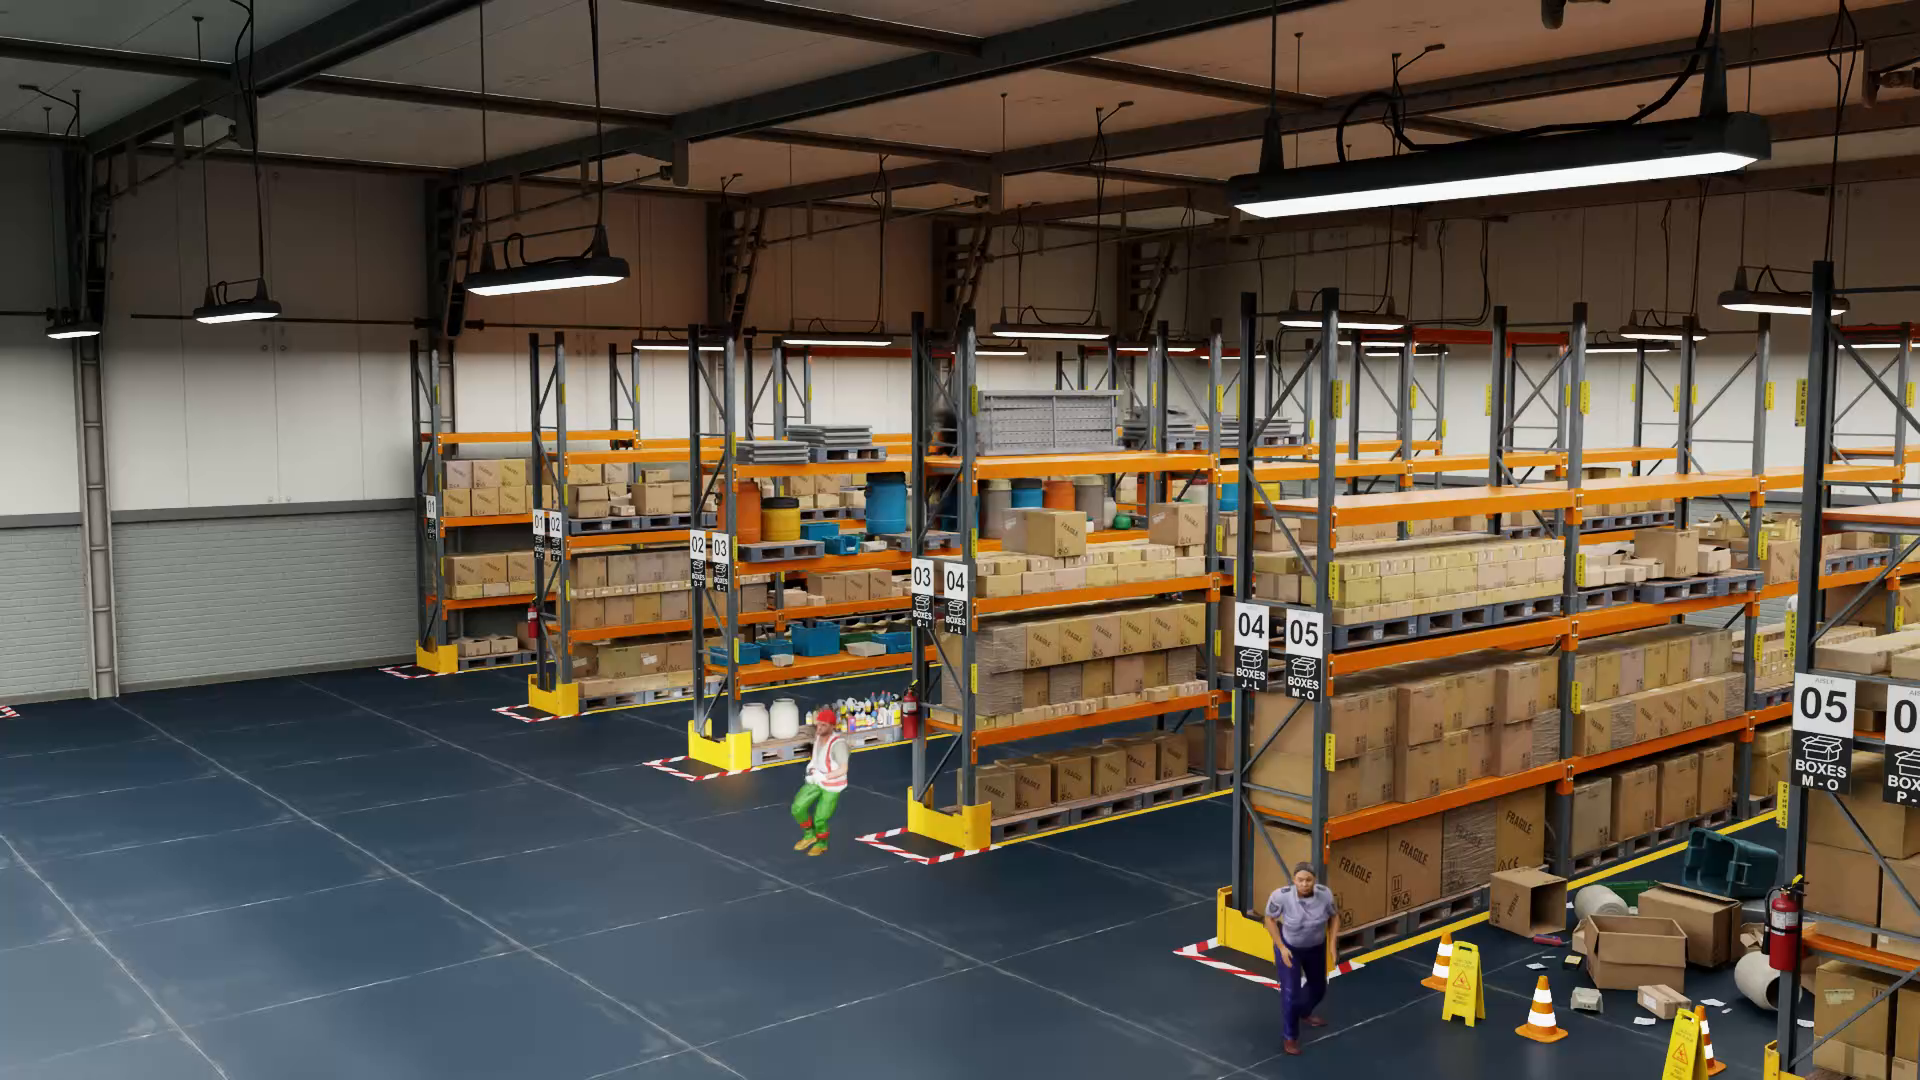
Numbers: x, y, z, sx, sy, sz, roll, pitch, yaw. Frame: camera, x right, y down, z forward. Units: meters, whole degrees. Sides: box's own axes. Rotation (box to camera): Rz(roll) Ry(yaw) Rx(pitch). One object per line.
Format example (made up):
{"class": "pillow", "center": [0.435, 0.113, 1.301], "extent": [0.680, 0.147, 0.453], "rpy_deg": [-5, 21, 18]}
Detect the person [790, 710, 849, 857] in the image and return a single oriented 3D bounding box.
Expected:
{"class": "person", "center": [-1.524, 2.664, 18.080], "extent": [0.838, 1.694, 0.726], "rpy_deg": [3, 6, 33]}

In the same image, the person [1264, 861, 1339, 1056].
{"class": "person", "center": [2.663, 3.198, 13.000], "extent": [0.642, 1.561, 0.786], "rpy_deg": [-1, 5, -9]}

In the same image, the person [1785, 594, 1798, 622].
{"class": "person", "center": [14.892, 1.621, 29.484], "extent": [0.928, 1.651, 0.742], "rpy_deg": [-5, 7, -42]}
